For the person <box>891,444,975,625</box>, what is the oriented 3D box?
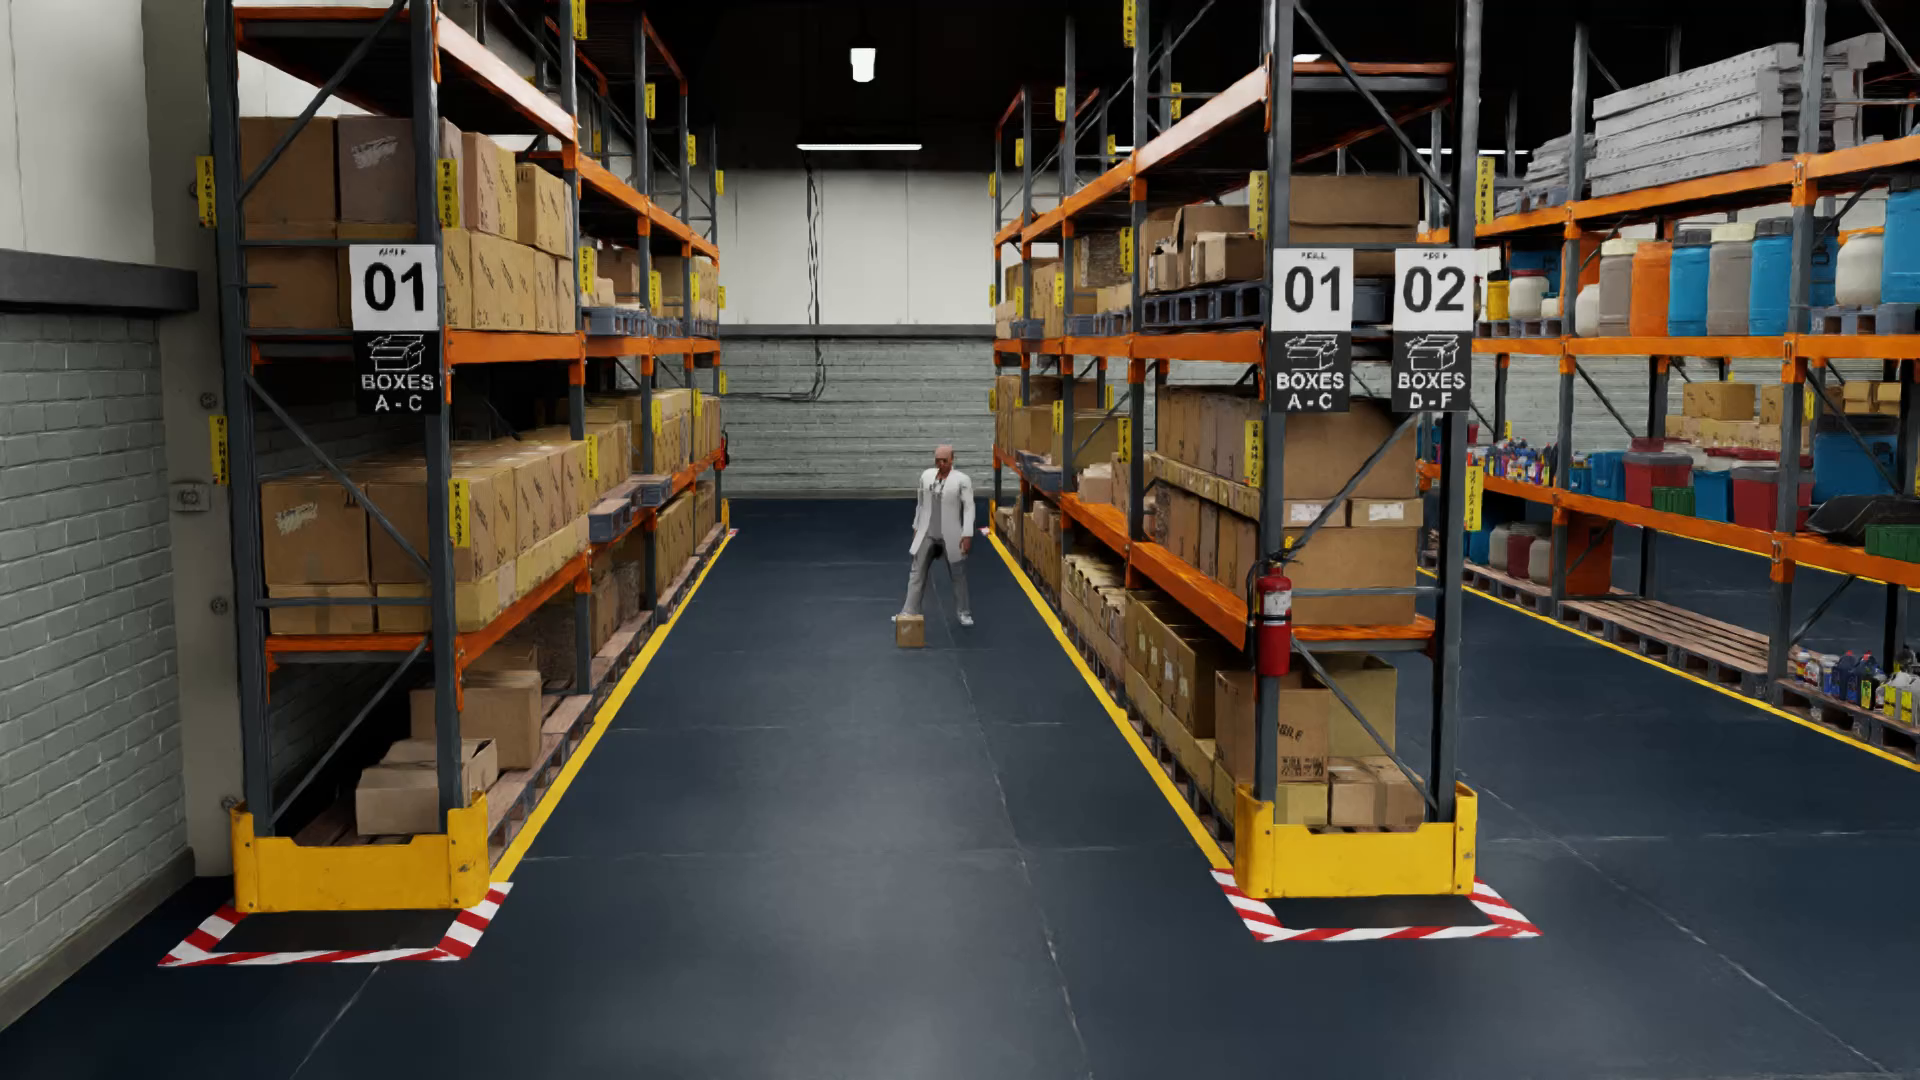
[{"bbox_3d":[-0.215,-0.049,16.072,0.736,1.759,0.714,2,7,20],"label":"person"}]
